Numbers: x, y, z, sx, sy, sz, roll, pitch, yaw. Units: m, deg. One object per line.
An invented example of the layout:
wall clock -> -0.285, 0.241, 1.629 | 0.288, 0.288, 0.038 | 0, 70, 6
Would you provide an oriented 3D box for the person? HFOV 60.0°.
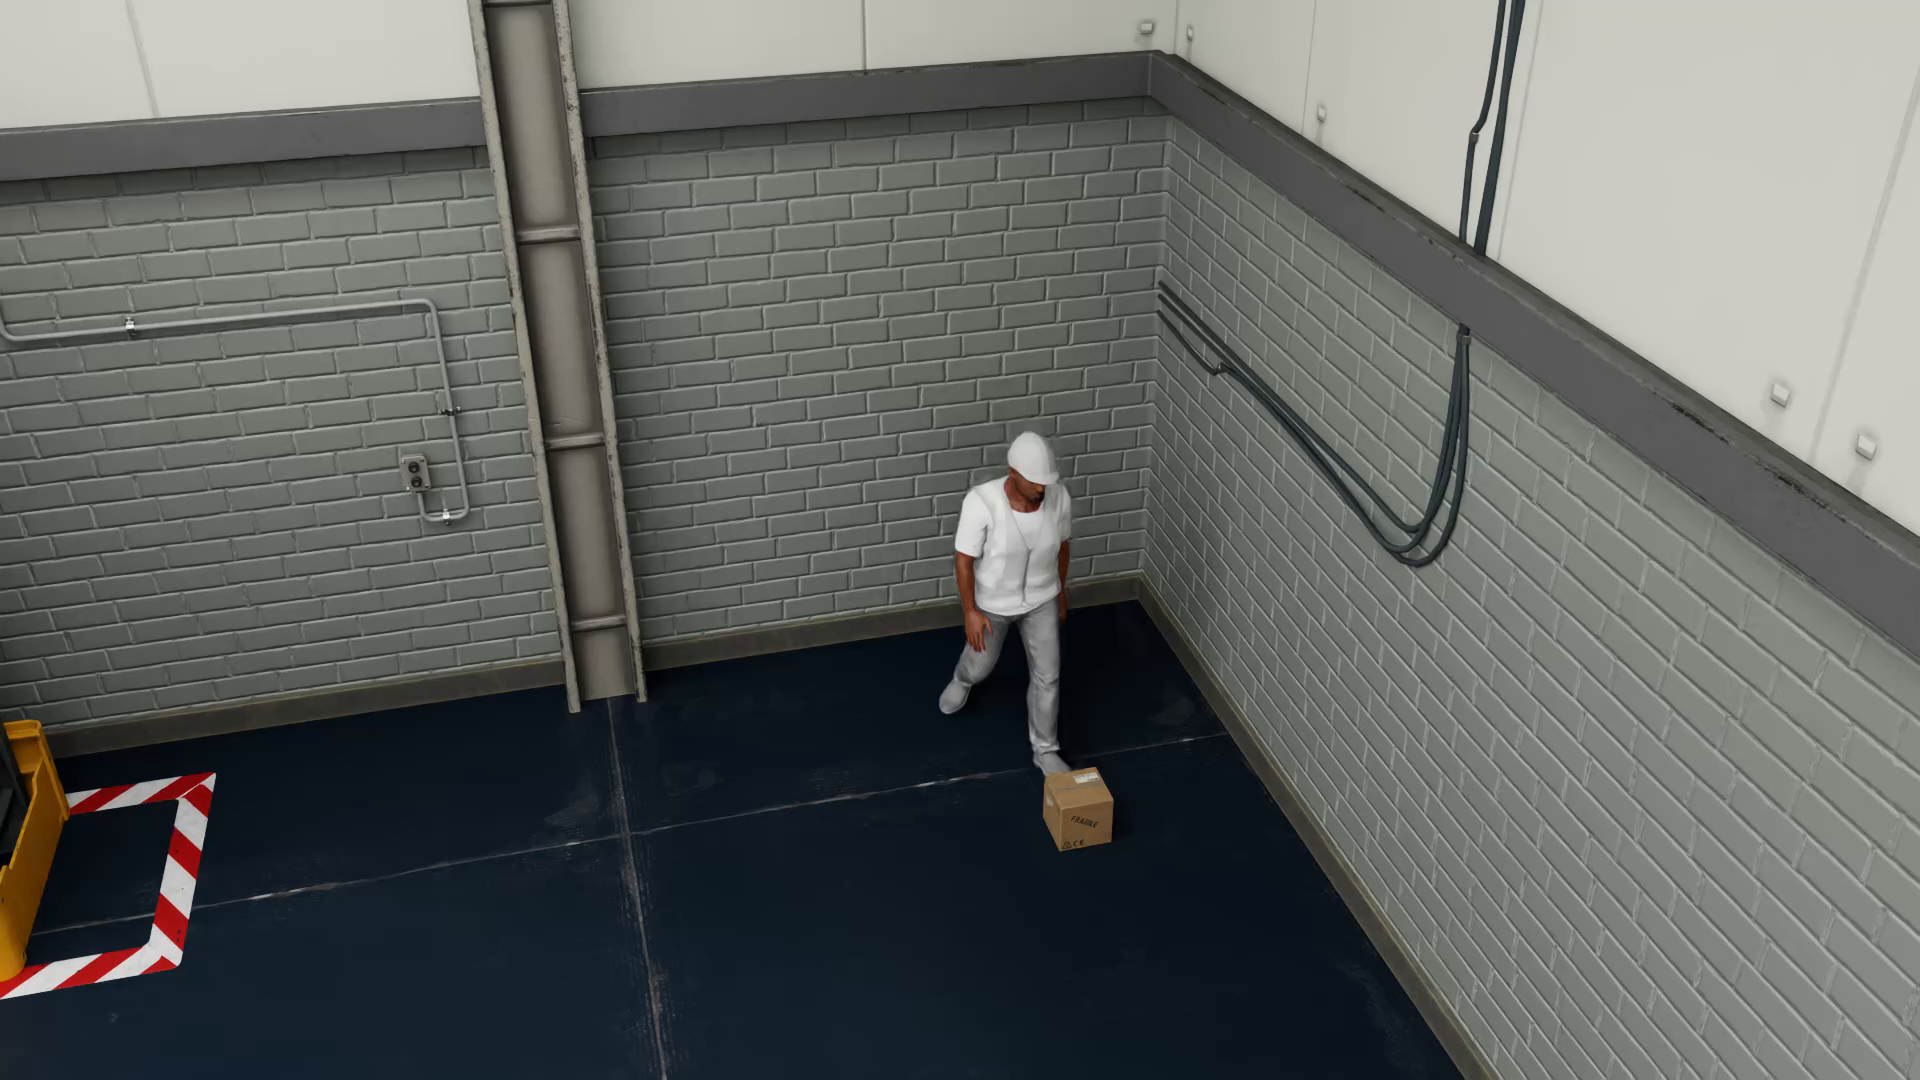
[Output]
person -> 0.239, 0.253, 7.783 | 0.582, 1.746, 0.890 | -8, 31, -13
